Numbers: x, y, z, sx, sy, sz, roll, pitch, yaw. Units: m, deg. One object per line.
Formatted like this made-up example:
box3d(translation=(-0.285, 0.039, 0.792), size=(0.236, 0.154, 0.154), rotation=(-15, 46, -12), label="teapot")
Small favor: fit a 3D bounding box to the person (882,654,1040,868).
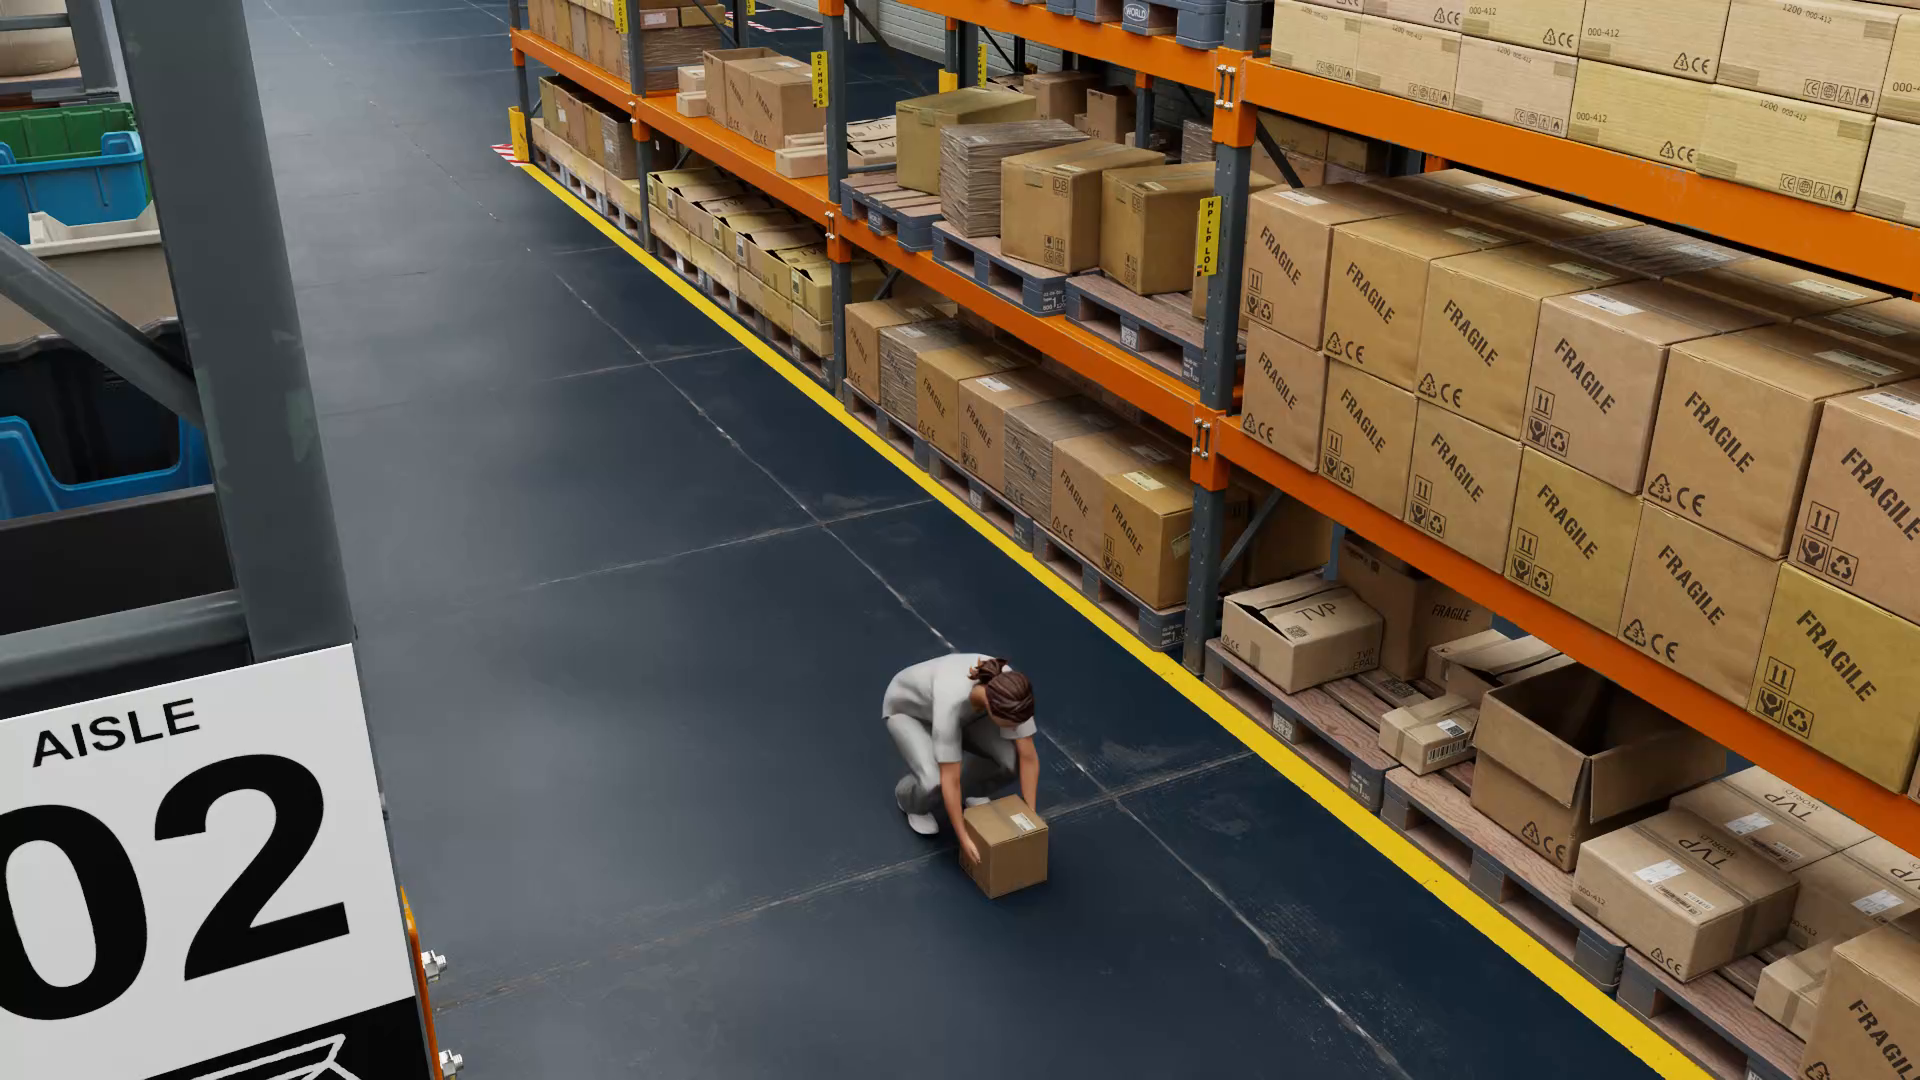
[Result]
box3d(translation=(0.010, 0.766, 6.479), size=(0.484, 0.846, 0.801), rotation=(-13, 29, -25), label="person")
